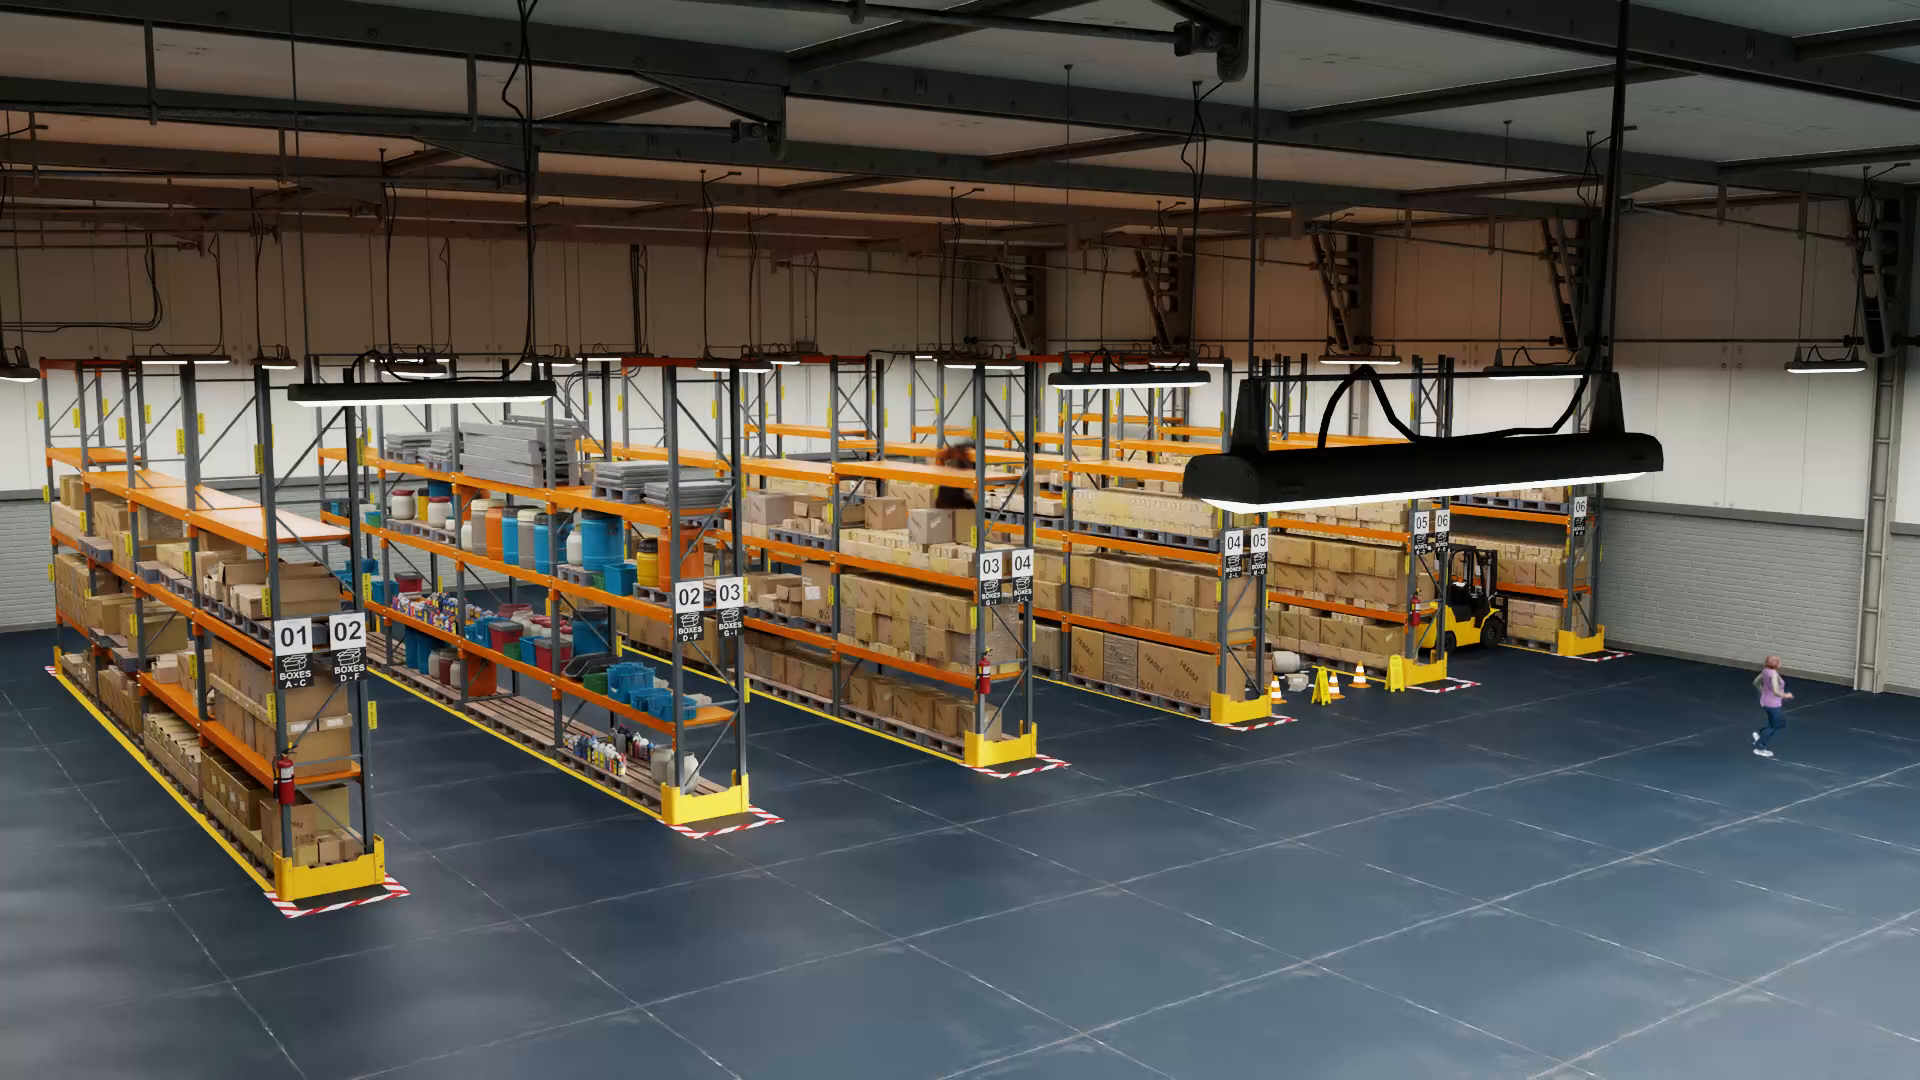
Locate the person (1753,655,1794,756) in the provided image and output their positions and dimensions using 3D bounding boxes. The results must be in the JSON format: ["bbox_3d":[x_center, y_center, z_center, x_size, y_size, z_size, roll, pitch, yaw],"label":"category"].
[{"bbox_3d":[12.418,2.519,25.360,0.533,1.562,0.526,1,7,12],"label":"person"}]
